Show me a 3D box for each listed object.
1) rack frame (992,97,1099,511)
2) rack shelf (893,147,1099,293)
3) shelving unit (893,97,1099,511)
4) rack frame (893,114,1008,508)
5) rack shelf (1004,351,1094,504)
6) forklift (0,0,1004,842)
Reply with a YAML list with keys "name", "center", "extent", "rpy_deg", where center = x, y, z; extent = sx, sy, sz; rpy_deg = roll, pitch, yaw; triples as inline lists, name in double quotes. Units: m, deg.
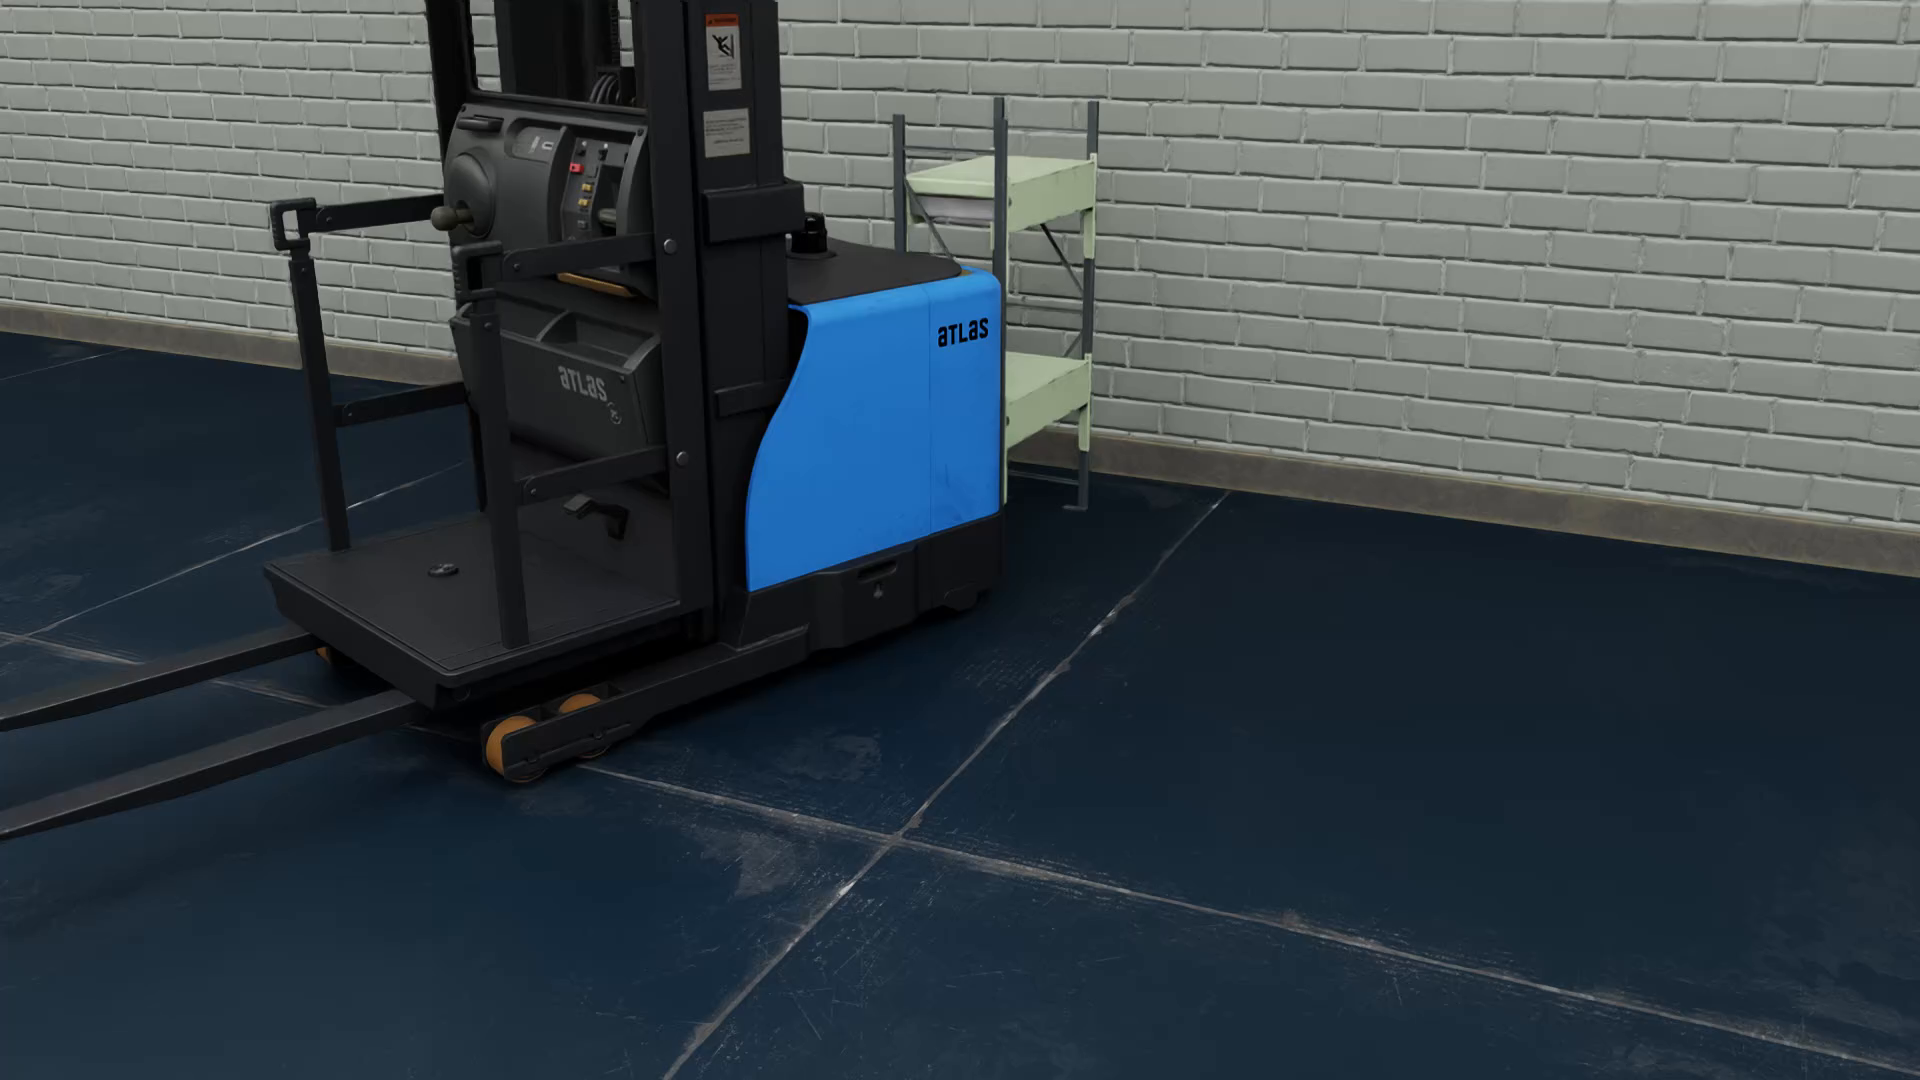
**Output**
- name: "rack frame"
  center: [0.303, -0.849, 6.117]
  extent: [0.400, 1.500, 0.023]
  rpy_deg: [10, 22, 26]
- name: "rack shelf"
  center: [0.135, -1.108, 5.680]
  extent: [0.431, 0.370, 0.720]
  rpy_deg: [10, 22, 26]
- name: "shelving unit"
  center: [0.135, -0.740, 5.811]
  extent: [0.431, 1.500, 0.755]
  rpy_deg: [10, 22, 26]
- name: "rack frame"
  center: [-0.033, -0.631, 5.504]
  extent: [0.400, 1.500, 0.023]
  rpy_deg: [10, 22, 26]
- name: "rack shelf"
  center: [0.135, -0.433, 5.920]
  extent: [0.431, 0.370, 0.720]
  rpy_deg: [10, 22, 26]
- name: "forklift"
  center: [-1.265, -0.959, 4.290]
  extent: [3.031, 2.935, 1.130]
  rpy_deg: [-18, 26, -41]
